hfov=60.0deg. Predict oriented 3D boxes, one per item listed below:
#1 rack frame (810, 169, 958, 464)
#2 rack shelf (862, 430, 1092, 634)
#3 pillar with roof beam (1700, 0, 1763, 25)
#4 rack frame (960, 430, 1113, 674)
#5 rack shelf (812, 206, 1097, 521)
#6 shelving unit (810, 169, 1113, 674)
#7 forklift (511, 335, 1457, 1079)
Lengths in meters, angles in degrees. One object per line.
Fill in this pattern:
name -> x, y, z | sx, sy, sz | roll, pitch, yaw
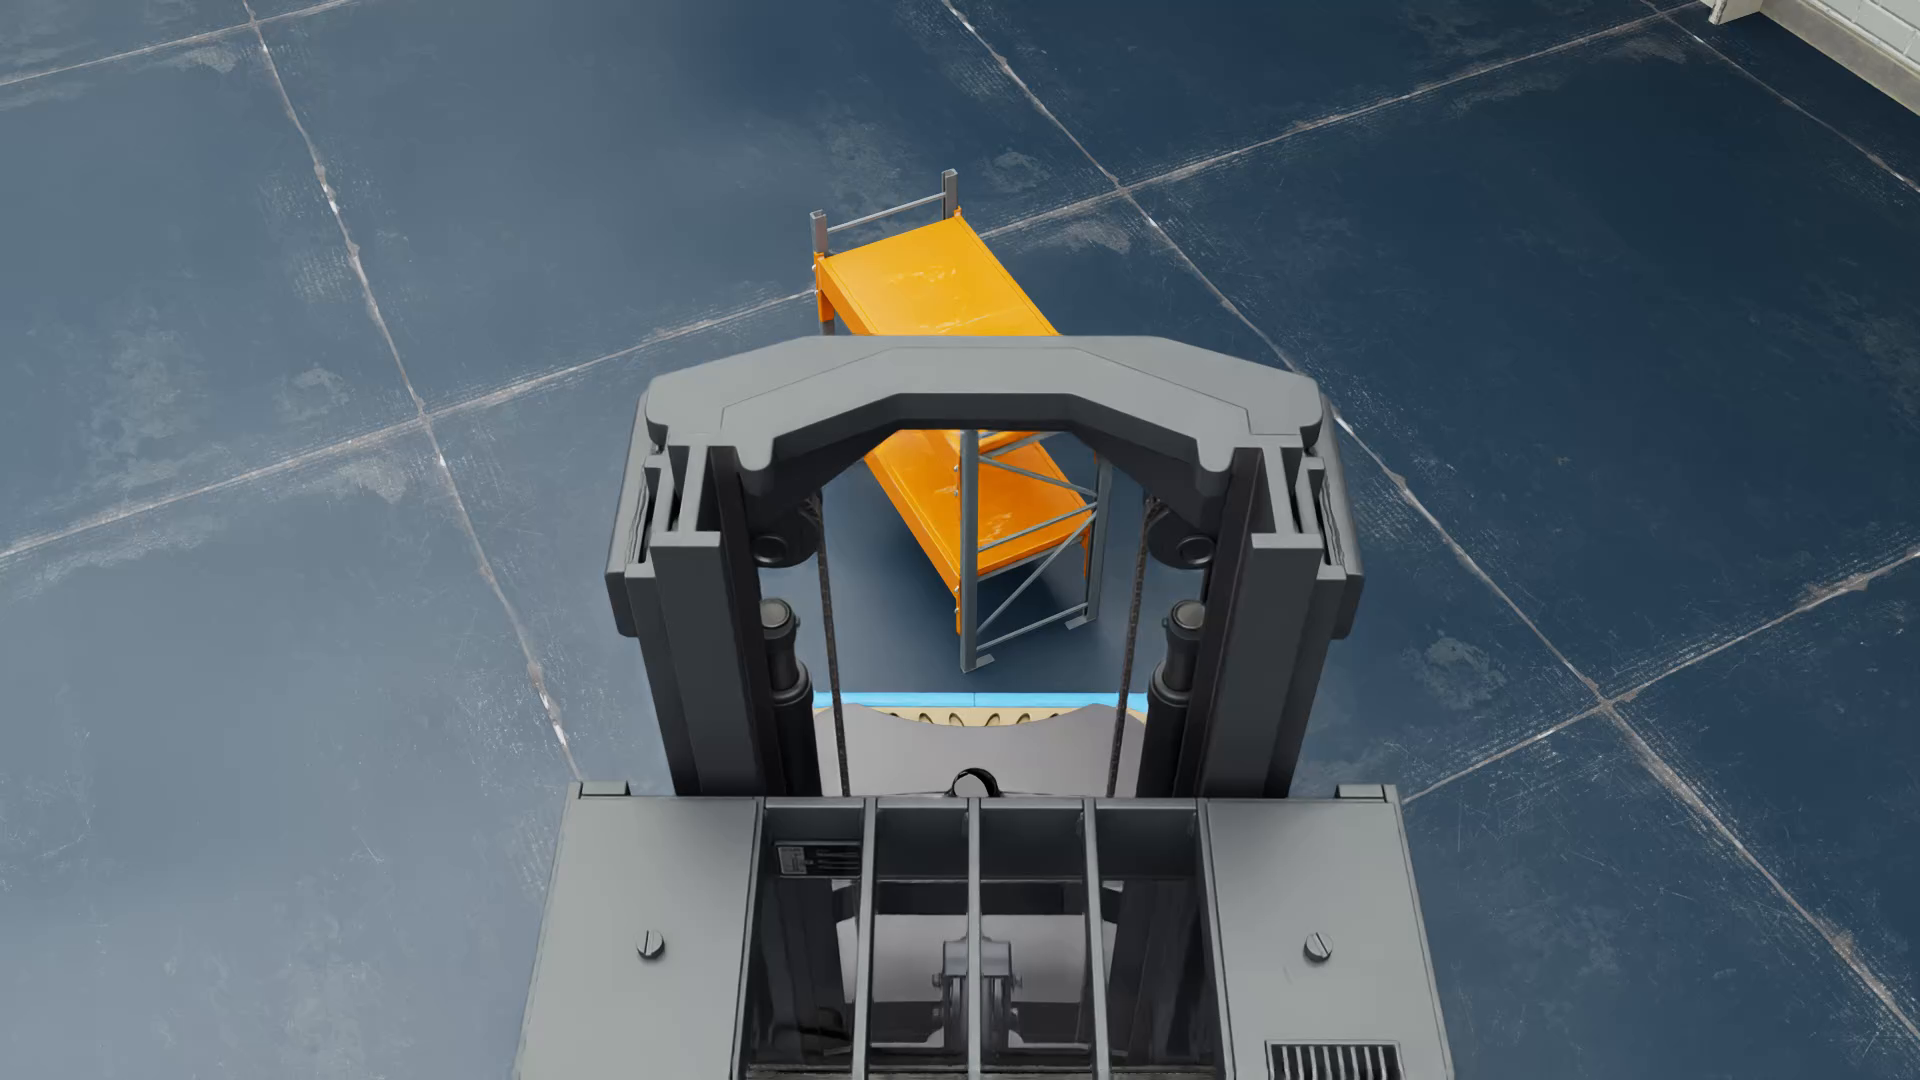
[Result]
rack frame -> -0.236, -0.715, 5.628 | 0.500, 1.125, 0.032 | -21, 52, -18
rack shelf -> -0.003, -0.214, 5.515 | 0.538, 0.278, 1.000 | -21, 52, -18
pillar with roof beam -> -0.196, -4.107, 3.364 | 9.100, 9.000, 0.400 | -21, 52, -18
rack frame -> 0.230, -0.035, 5.033 | 0.500, 1.125, 0.032 | -21, 52, -18
rack shelf -> -0.003, -0.568, 5.110 | 0.538, 0.278, 1.000 | -21, 52, -18
shelving unit -> -0.003, -0.375, 5.331 | 0.538, 1.125, 1.048 | -21, 52, -18
forklift -> 0.028, 1.222, 2.734 | 1.130, 2.935, 3.031 | 0, 49, 0
